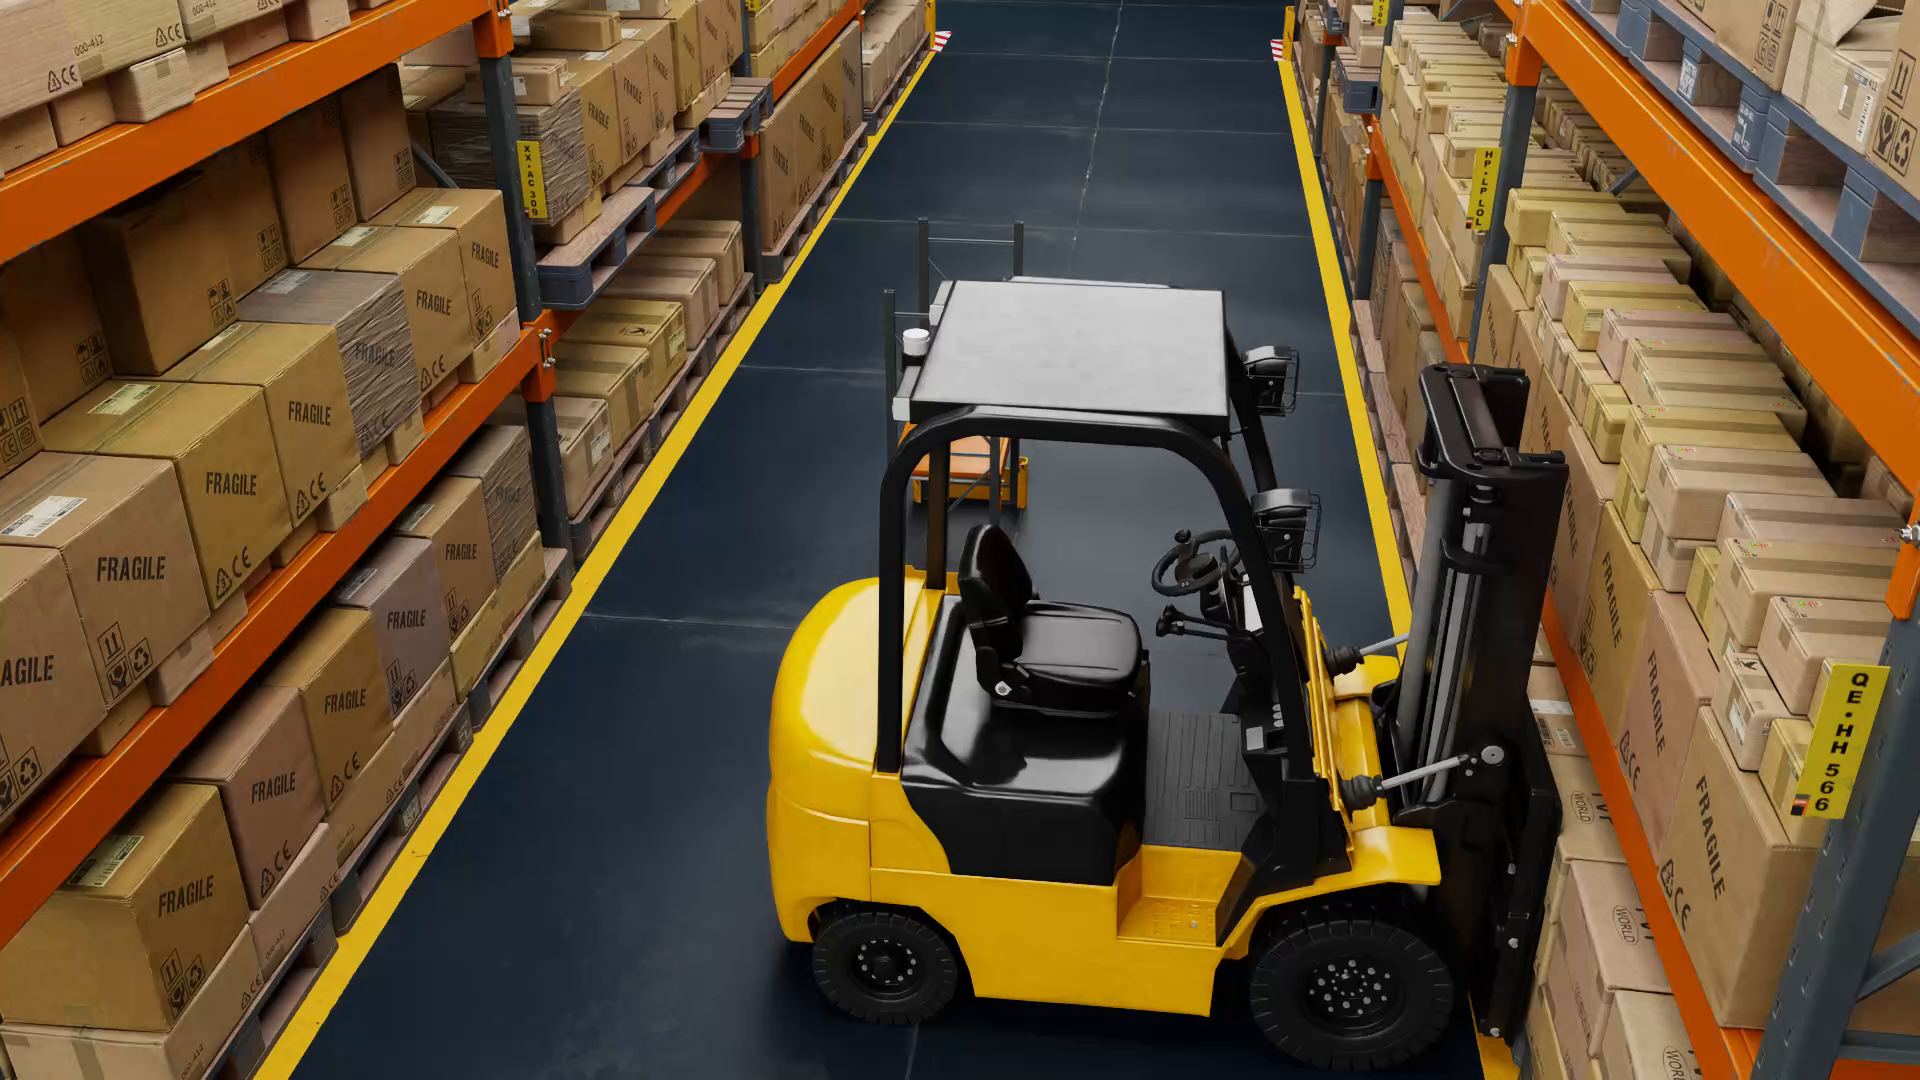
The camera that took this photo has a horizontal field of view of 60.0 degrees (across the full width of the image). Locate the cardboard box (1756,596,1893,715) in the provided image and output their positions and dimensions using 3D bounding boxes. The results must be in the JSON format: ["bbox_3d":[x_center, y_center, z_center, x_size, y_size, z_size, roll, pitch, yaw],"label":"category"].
[{"bbox_3d":[1.932,0.253,3.514,0.380,0.149,0.250,3,28,6],"label":"cardboard box"}]

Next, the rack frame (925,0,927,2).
[{"bbox_3d":[-0.869,-6.806,17.720,1.000,3.000,0.127,3,28,6],"label":"rack frame"}]

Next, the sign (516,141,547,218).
[{"bbox_3d":[-1.800,-1.510,6.978,0.100,0.325,0.005,3,28,6],"label":"sign"}]

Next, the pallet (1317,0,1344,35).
[{"bbox_3d":[3.362,-4.182,13.052,1.003,0.211,1.213,3,28,6],"label":"pallet"}]

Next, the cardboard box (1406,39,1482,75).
[{"bbox_3d":[2.709,-2.702,9.313,0.380,0.149,0.250,4,29,8],"label":"cardboard box"}]

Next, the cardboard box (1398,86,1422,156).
[{"bbox_3d":[2.636,-2.232,8.861,0.500,0.250,0.500,3,28,5],"label":"cardboard box"}]

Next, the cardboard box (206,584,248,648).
[{"bbox_3d":[-2.377,0.208,4.966,0.380,0.149,0.250,4,29,8],"label":"cardboard box"}]

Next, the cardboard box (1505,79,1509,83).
[{"bbox_3d":[3.238,-2.439,9.246,0.500,0.250,0.500,4,29,7],"label":"cardboard box"}]

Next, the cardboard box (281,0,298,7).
[{"bbox_3d":[-2.264,-1.842,5.188,0.500,0.250,0.500,3,28,5],"label":"cardboard box"}]

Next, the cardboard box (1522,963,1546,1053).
[{"bbox_3d":[1.982,1.330,5.075,0.500,0.250,0.500,4,29,7],"label":"cardboard box"}]

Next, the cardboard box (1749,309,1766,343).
[{"bbox_3d":[2.737,-0.680,5.246,0.380,0.149,0.250,3,28,5],"label":"cardboard box"}]

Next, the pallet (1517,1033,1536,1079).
[{"bbox_3d":[2.150,1.878,4.542,1.003,0.211,1.213,3,28,6],"label":"pallet"}]

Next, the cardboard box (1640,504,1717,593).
[{"bbox_3d":[1.984,0.018,4.264,0.380,0.149,0.250,2,28,5],"label":"cardboard box"}]

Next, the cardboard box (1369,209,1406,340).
[{"bbox_3d":[2.988,-1.600,10.118,0.875,0.625,0.625,4,29,8],"label":"cardboard box"}]

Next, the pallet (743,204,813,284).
[{"bbox_3d":[-1.678,-2.179,12.072,1.003,0.211,1.213,3,28,6],"label":"pallet"}]

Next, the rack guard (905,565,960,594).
[{"bbox_3d":[-0.070,0.160,7.689,0.587,0.250,0.087,3,28,6],"label":"rack guard"}]

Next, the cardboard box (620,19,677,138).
[{"bbox_3d":[-1.810,-2.431,8.738,0.500,0.500,0.500,2,28,4],"label":"cardboard box"}]

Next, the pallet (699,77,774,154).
[{"bbox_3d":[-1.831,-2.614,10.141,1.213,0.211,1.003,3,28,6],"label":"pallet"}]

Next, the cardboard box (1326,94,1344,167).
[{"bbox_3d":[3.230,-3.255,13.321,0.500,0.500,0.500,3,28,6],"label":"cardboard box"}]

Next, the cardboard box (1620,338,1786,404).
[{"bbox_3d":[2.162,-0.469,4.855,0.380,0.149,0.250,3,29,6],"label":"cardboard box"}]

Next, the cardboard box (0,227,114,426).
[{"bbox_3d":[-2.953,-0.626,4.777,0.700,0.500,0.500,3,28,6],"label":"cardboard box"}]

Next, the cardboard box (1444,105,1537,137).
[{"bbox_3d":[2.536,-1.977,7.968,0.380,0.149,0.250,4,29,7],"label":"cardboard box"}]

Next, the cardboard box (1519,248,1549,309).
[{"bbox_3d":[2.257,-0.943,6.049,0.380,0.149,0.250,4,29,7],"label":"cardboard box"}]

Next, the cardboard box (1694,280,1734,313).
[{"bbox_3d":[2.766,-0.790,5.764,0.380,0.149,0.250,4,29,7],"label":"cardboard box"}]

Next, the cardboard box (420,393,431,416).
[{"bbox_3d":[-2.253,-0.525,6.327,0.380,0.149,0.250,3,28,5],"label":"cardboard box"}]

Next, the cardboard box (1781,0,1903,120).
[{"bbox_3d":[1.929,-1.005,3.384,0.396,0.266,0.258,3,29,6],"label":"cardboard box"}]

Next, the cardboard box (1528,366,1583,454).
[{"bbox_3d":[2.166,-0.236,5.420,0.500,0.500,0.500,3,28,6],"label":"cardboard box"}]

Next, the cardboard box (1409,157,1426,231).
[{"bbox_3d":[2.593,-1.769,8.529,0.500,0.250,0.500,4,29,8],"label":"cardboard box"}]

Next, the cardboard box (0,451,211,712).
[{"bbox_3d":[-2.436,0.100,4.483,0.500,0.500,0.500,4,29,8],"label":"cardboard box"}]

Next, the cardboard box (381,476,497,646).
[{"bbox_3d":[-2.206,0.072,6.619,0.500,0.500,0.500,4,29,7],"label":"cardboard box"}]

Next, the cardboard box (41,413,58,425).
[{"bbox_3d":[-2.905,-0.191,5.024,0.500,0.500,0.500,3,28,6],"label":"cardboard box"}]

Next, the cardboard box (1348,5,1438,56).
[{"bbox_3d":[2.886,-3.388,11.091,0.500,0.250,0.500,2,28,4],"label":"cardboard box"}]

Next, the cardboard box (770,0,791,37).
[{"bbox_3d":[-1.477,-3.661,11.515,0.500,0.250,0.500,4,29,7],"label":"cardboard box"}]

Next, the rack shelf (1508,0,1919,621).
[{"bbox_3d":[2.343,-0.933,4.415,1.077,0.370,4.000,3,28,6],"label":"rack shelf"}]

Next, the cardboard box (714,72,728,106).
[{"bbox_3d":[-1.603,-2.695,9.911,0.380,0.149,0.250,3,28,6],"label":"cardboard box"}]

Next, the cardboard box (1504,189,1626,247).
[{"bbox_3d":[2.254,-1.198,6.208,0.380,0.149,0.250,4,29,7],"label":"cardboard box"}]

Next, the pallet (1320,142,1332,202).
[{"bbox_3d":[3.506,-3.023,13.639,1.003,0.211,1.213,3,28,6],"label":"pallet"}]

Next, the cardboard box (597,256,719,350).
[{"bbox_3d":[-2.011,-1.455,10.116,0.950,0.372,0.625,3,28,5],"label":"cardboard box"}]

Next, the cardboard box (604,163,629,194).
[{"bbox_3d":[-1.887,-1.847,8.337,0.380,0.149,0.250,4,29,7],"label":"cardboard box"}]

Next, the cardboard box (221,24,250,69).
[{"bbox_3d":[-2.359,-1.479,4.934,0.380,0.149,0.250,3,28,6],"label":"cardboard box"}]

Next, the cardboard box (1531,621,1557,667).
[{"bbox_3d":[2.095,0.400,5.748,0.500,0.250,0.500,4,29,8],"label":"cardboard box"}]

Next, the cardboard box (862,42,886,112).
[{"bbox_3d":[-1.175,-4.269,15.270,0.875,0.438,0.875,3,28,5],"label":"cardboard box"}]

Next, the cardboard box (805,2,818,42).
[{"bbox_3d":[-1.367,-3.912,12.506,0.500,0.250,0.500,3,28,6],"label":"cardboard box"}]

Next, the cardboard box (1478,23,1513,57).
[{"bbox_3d":[3.239,-2.918,9.714,0.380,0.149,0.250,4,29,8],"label":"cardboard box"}]

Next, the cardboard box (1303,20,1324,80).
[{"bbox_3d":[3.582,-4.678,15.963,0.500,0.500,0.500,4,29,7],"label":"cardboard box"}]

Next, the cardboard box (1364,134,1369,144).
[{"bbox_3d":[3.043,-2.744,11.689,0.380,0.149,0.250,4,29,8],"label":"cardboard box"}]

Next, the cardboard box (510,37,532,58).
[{"bbox_3d":[-2.382,-2.224,8.353,0.500,0.500,0.500,4,29,8],"label":"cardboard box"}]

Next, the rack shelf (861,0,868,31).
[{"bbox_3d":[-1.114,-5.548,16.143,1.077,0.370,4.000,3,28,6],"label":"rack shelf"}]

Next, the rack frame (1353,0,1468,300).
[{"bbox_3d":[3.078,-2.753,10.198,1.000,3.000,0.127,3,28,6],"label":"rack frame"}]

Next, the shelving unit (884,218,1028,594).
[{"bbox_3d":[-0.009,-0.624,7.828,0.587,1.500,1.083,3,28,6],"label":"shelving unit"}]

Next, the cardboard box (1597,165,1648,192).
[{"bbox_3d":[2.929,-1.476,7.038,0.380,0.149,0.250,2,28,5],"label":"cardboard box"}]

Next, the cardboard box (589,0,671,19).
[{"bbox_3d":[-1.769,-2.899,8.923,0.380,0.149,0.250,2,28,4],"label":"cardboard box"}]

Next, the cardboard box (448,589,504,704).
[{"bbox_3d":[-2.200,0.414,6.776,0.500,0.250,0.500,3,28,5],"label":"cardboard box"}]

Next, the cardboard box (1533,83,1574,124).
[{"bbox_3d":[3.070,-2.194,8.371,0.380,0.149,0.250,4,29,8],"label":"cardboard box"}]

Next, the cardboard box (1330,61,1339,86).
[{"bbox_3d":[3.260,-3.853,13.748,0.380,0.149,0.250,5,29,9],"label":"cardboard box"}]
